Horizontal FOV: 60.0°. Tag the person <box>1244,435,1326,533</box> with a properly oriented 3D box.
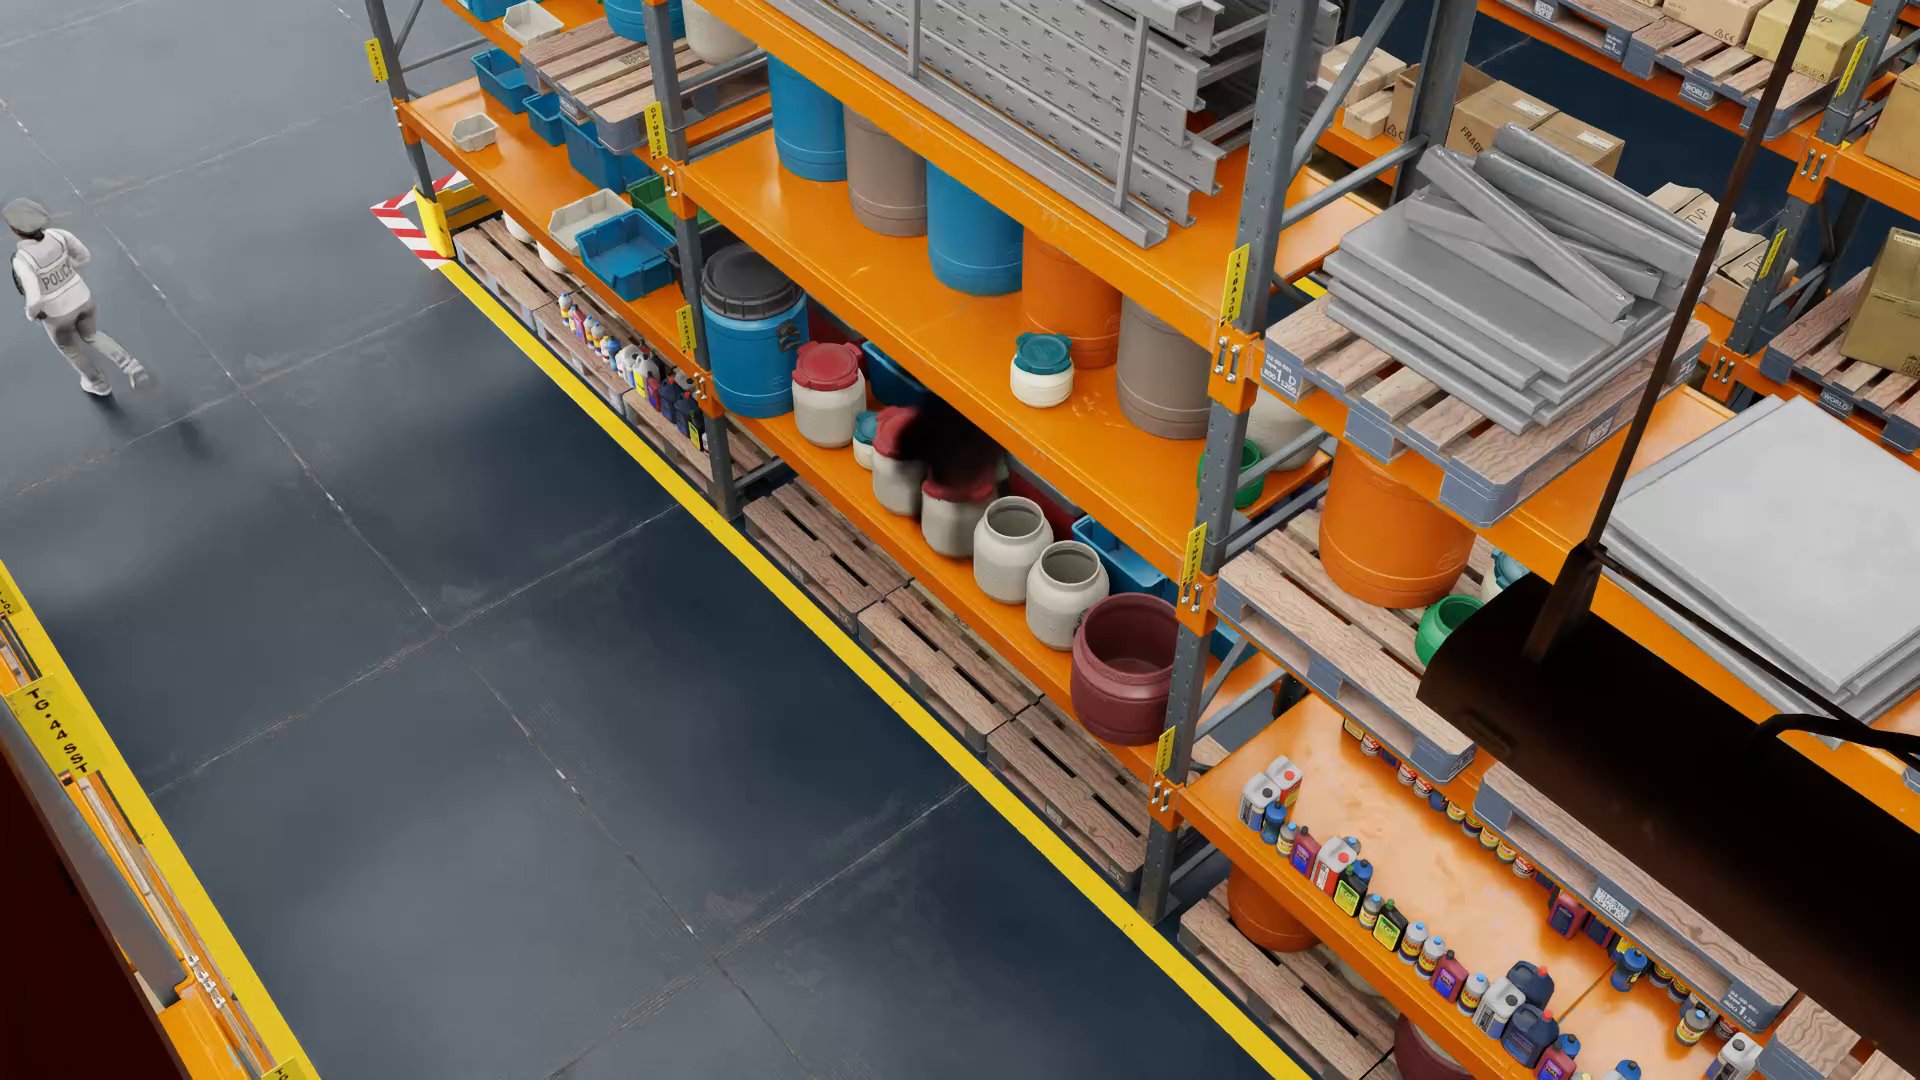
[{"bbox_3d":[2.042,-0.628,10.478,0.619,1.692,0.691,-34,55,-28],"label":"person"}]

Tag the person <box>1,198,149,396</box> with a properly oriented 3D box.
[{"bbox_3d":[-6.081,-1.596,11.350,0.684,1.663,0.619,19,49,17],"label":"person"}]
